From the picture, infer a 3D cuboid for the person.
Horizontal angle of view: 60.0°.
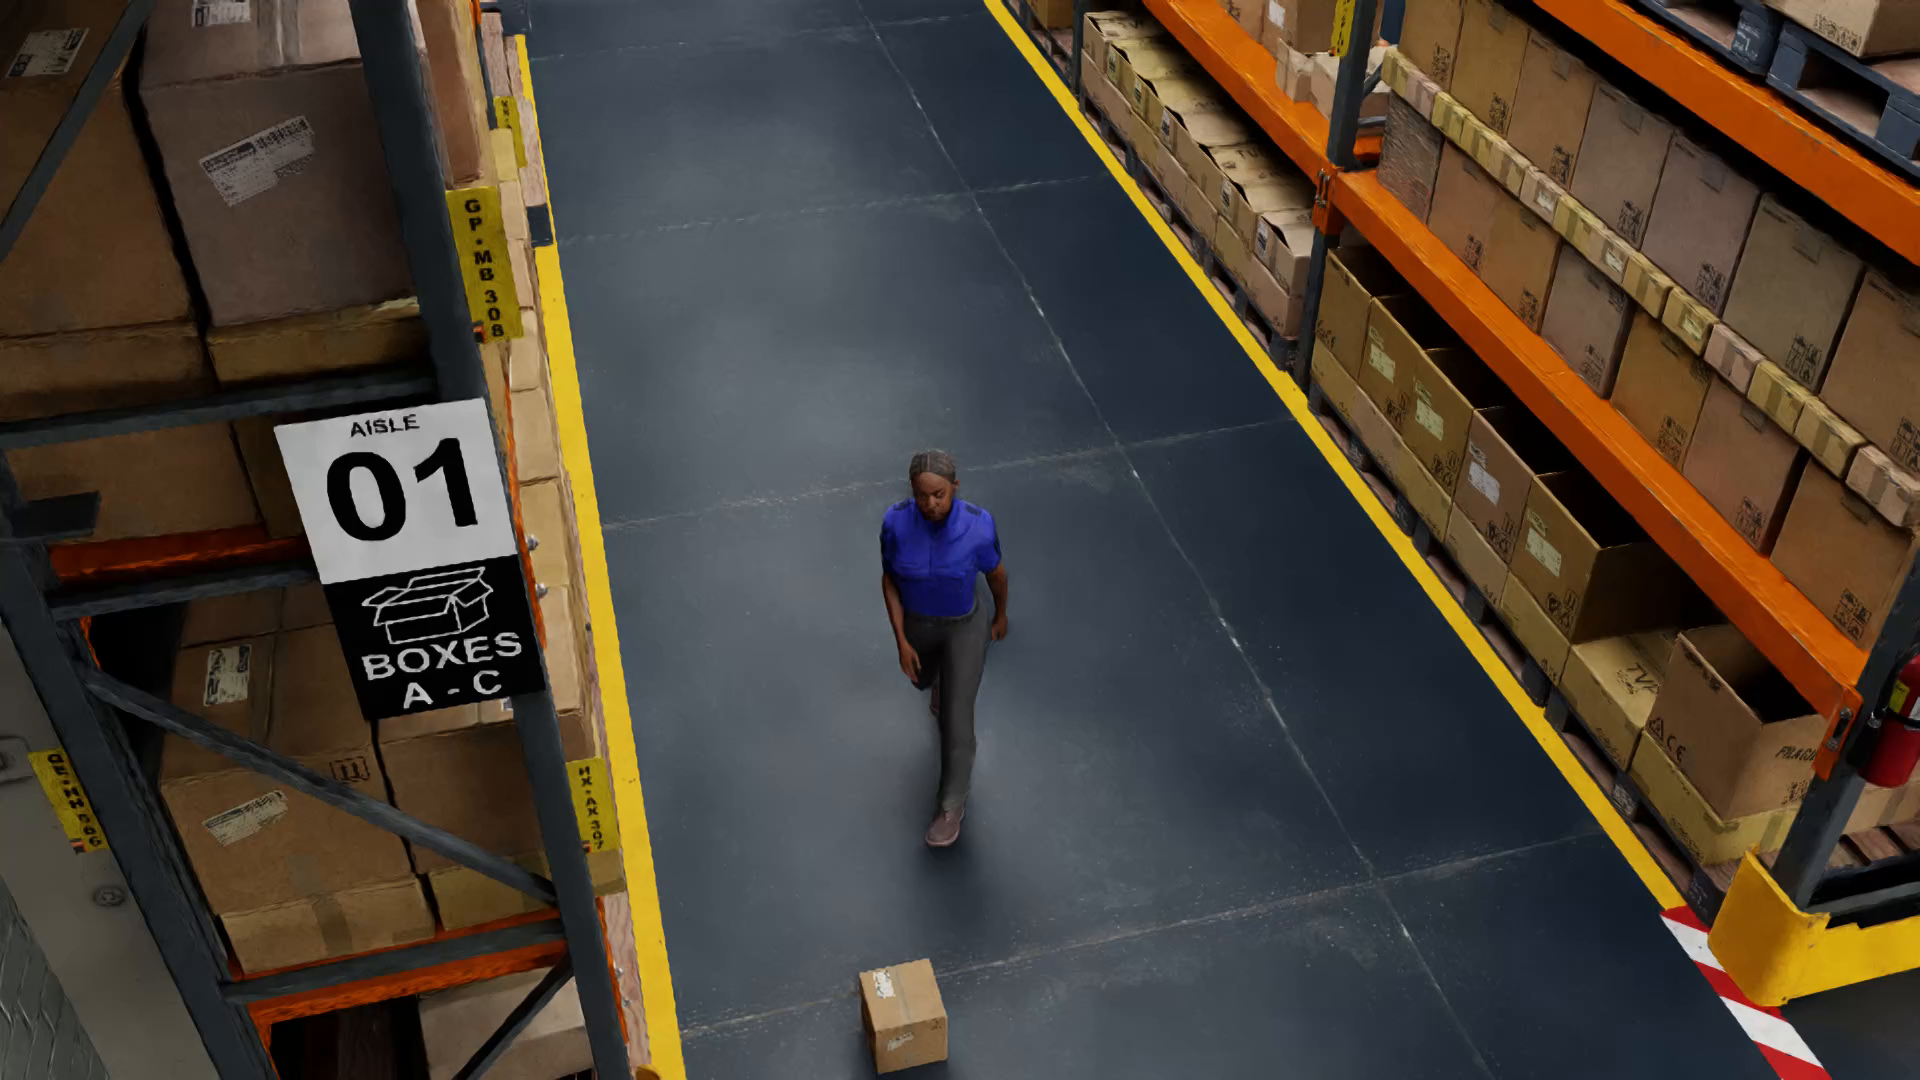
[{"bbox_3d":[-0.062,0.302,6.339,0.456,1.611,0.964,8,39,10],"label":"person"}]
